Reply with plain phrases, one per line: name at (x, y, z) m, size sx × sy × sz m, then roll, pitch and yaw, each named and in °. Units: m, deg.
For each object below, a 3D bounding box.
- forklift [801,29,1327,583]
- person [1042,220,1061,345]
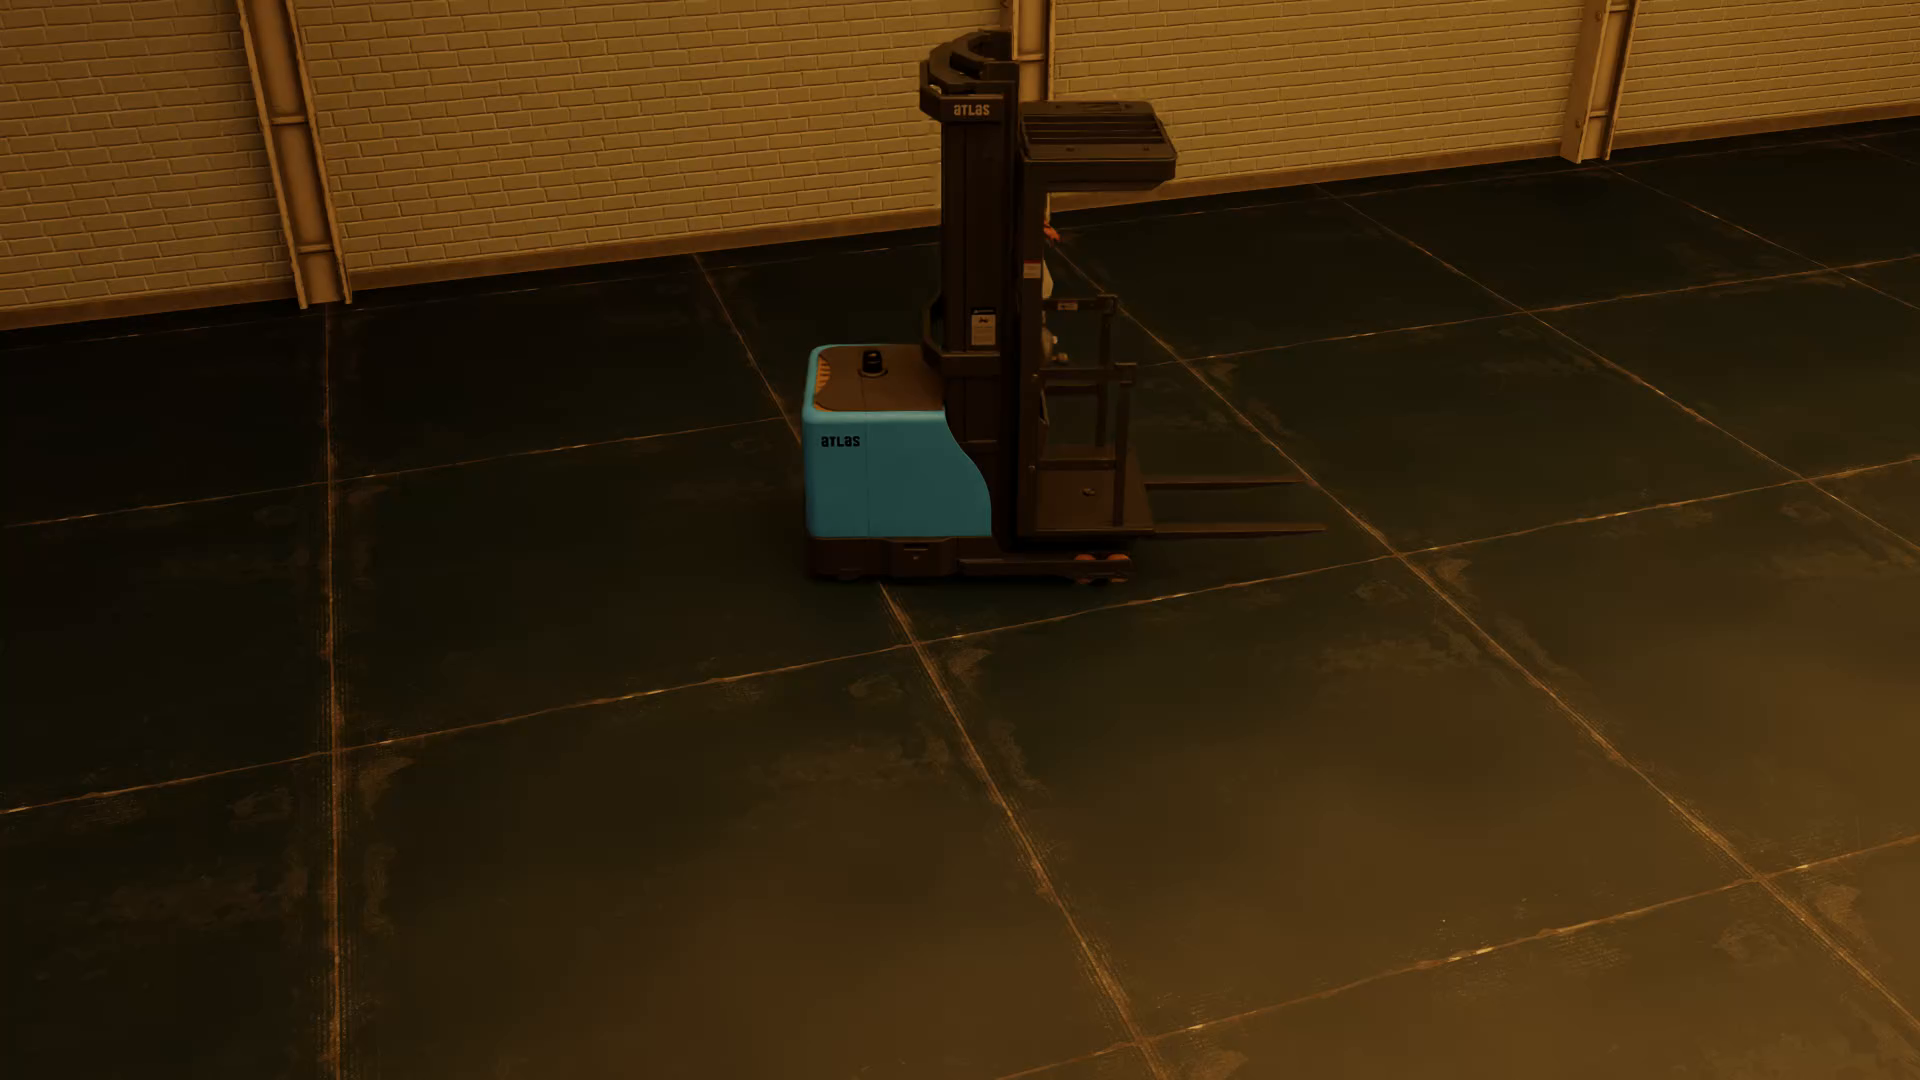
forklift at (0.616, -1.286, 9.321) m, size 3.031 × 2.935 × 1.130 m, roll -1°, pitch 30°, yaw -1°
person at (0.488, -2.232, 12.307) m, size 0.494 × 1.626 × 0.678 m, roll -3°, pitch 30°, yaw -4°
